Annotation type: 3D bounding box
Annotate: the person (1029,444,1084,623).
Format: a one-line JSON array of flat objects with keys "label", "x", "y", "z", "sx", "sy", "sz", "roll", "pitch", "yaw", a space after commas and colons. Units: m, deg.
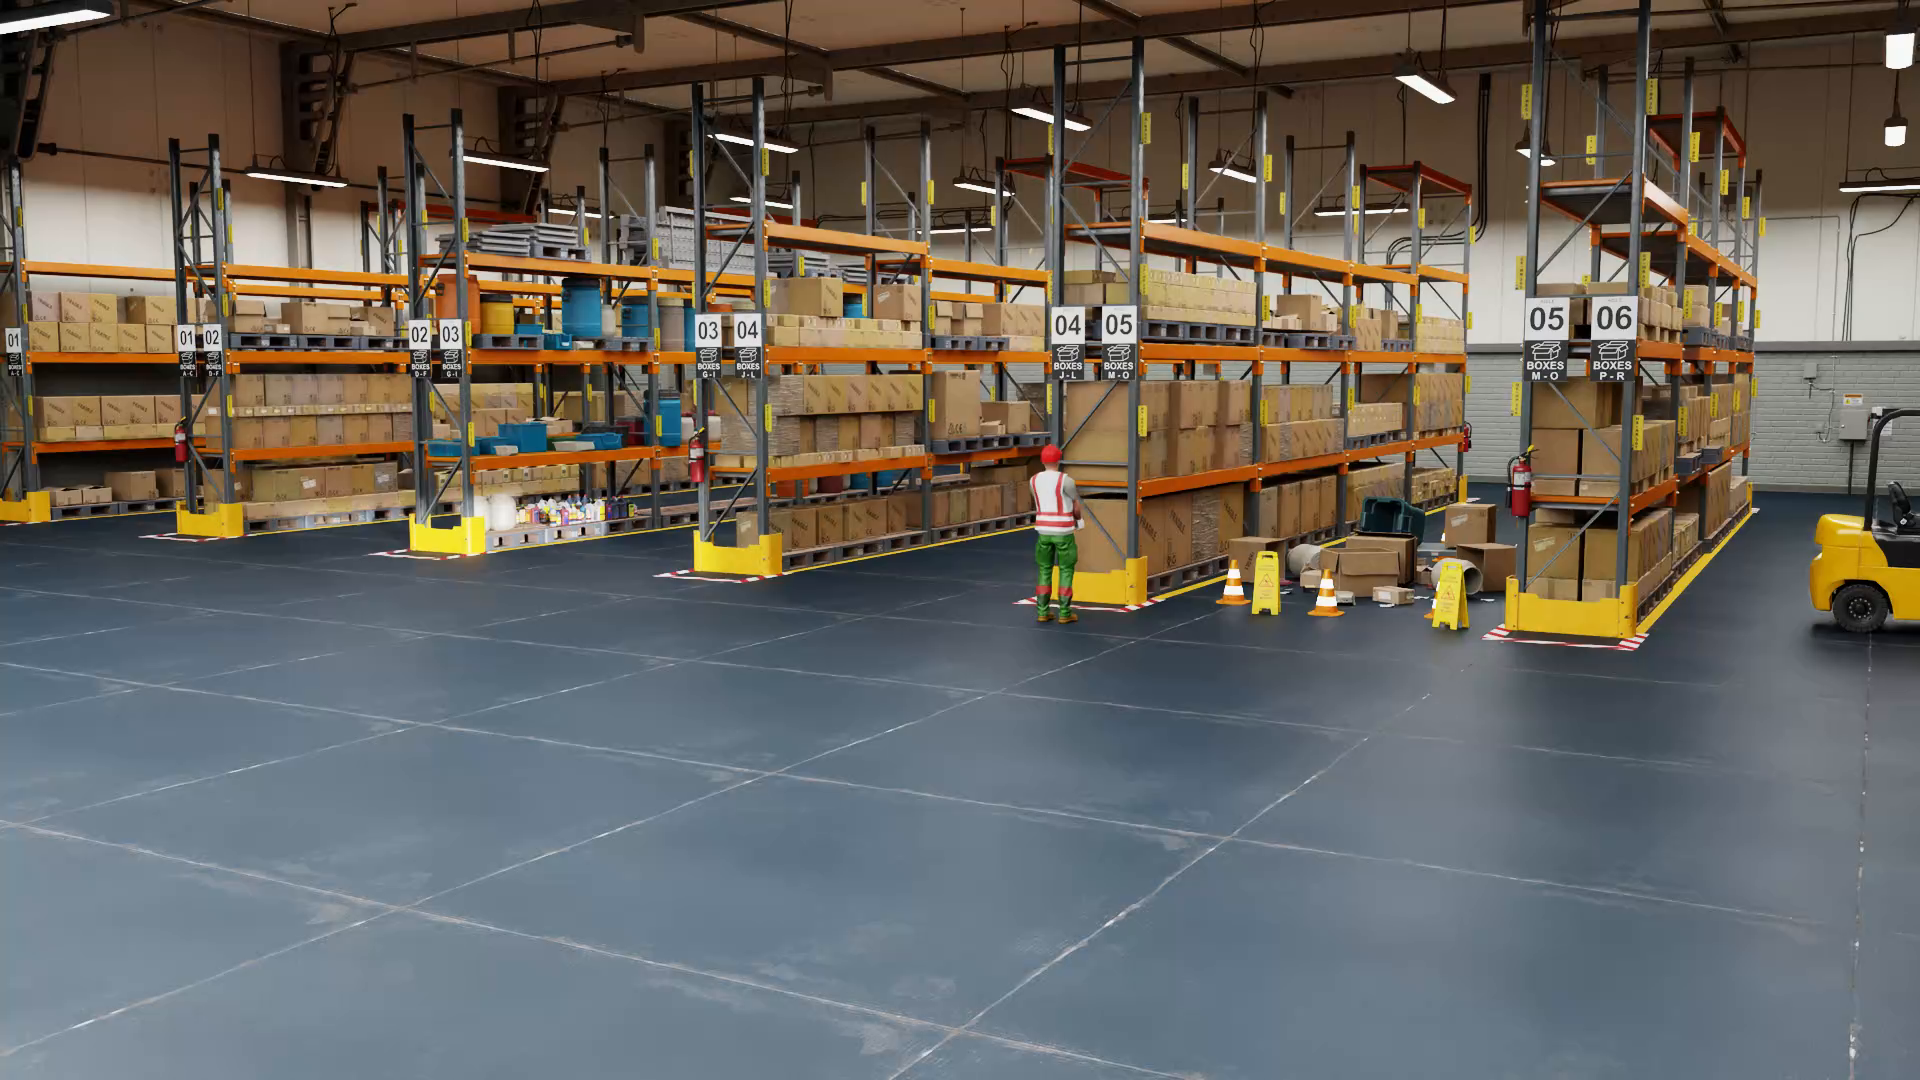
[{"label": "person", "x": 0.990, "y": -0.077, "z": 16.731, "sx": 0.497, "sy": 1.785, "sz": 0.561, "roll": 3, "pitch": 7, "yaw": 28}]
